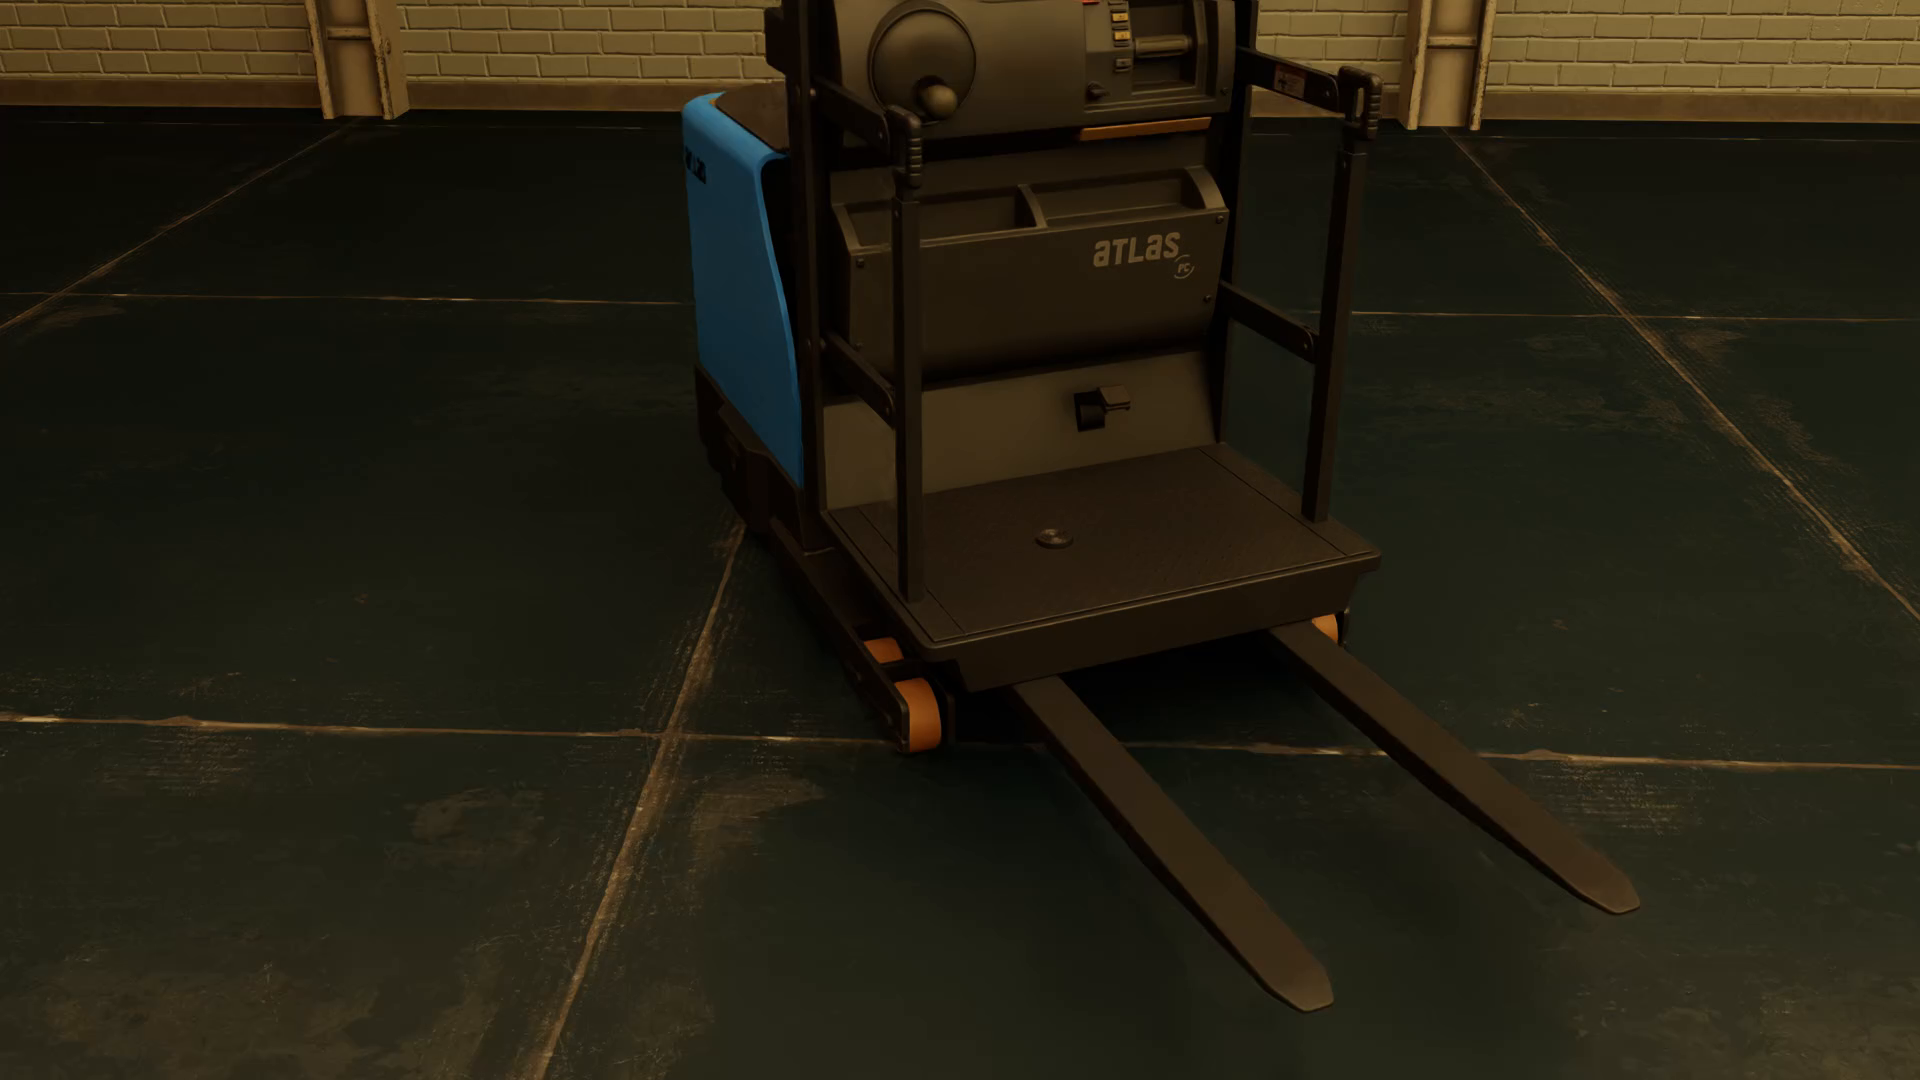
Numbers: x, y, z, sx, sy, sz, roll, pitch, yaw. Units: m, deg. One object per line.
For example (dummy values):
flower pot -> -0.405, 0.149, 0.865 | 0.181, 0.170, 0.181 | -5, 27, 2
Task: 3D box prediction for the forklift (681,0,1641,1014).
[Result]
forklift -> 0.251, -1.065, 3.368 | 1.130, 2.935, 3.031 | -10, 28, -20
